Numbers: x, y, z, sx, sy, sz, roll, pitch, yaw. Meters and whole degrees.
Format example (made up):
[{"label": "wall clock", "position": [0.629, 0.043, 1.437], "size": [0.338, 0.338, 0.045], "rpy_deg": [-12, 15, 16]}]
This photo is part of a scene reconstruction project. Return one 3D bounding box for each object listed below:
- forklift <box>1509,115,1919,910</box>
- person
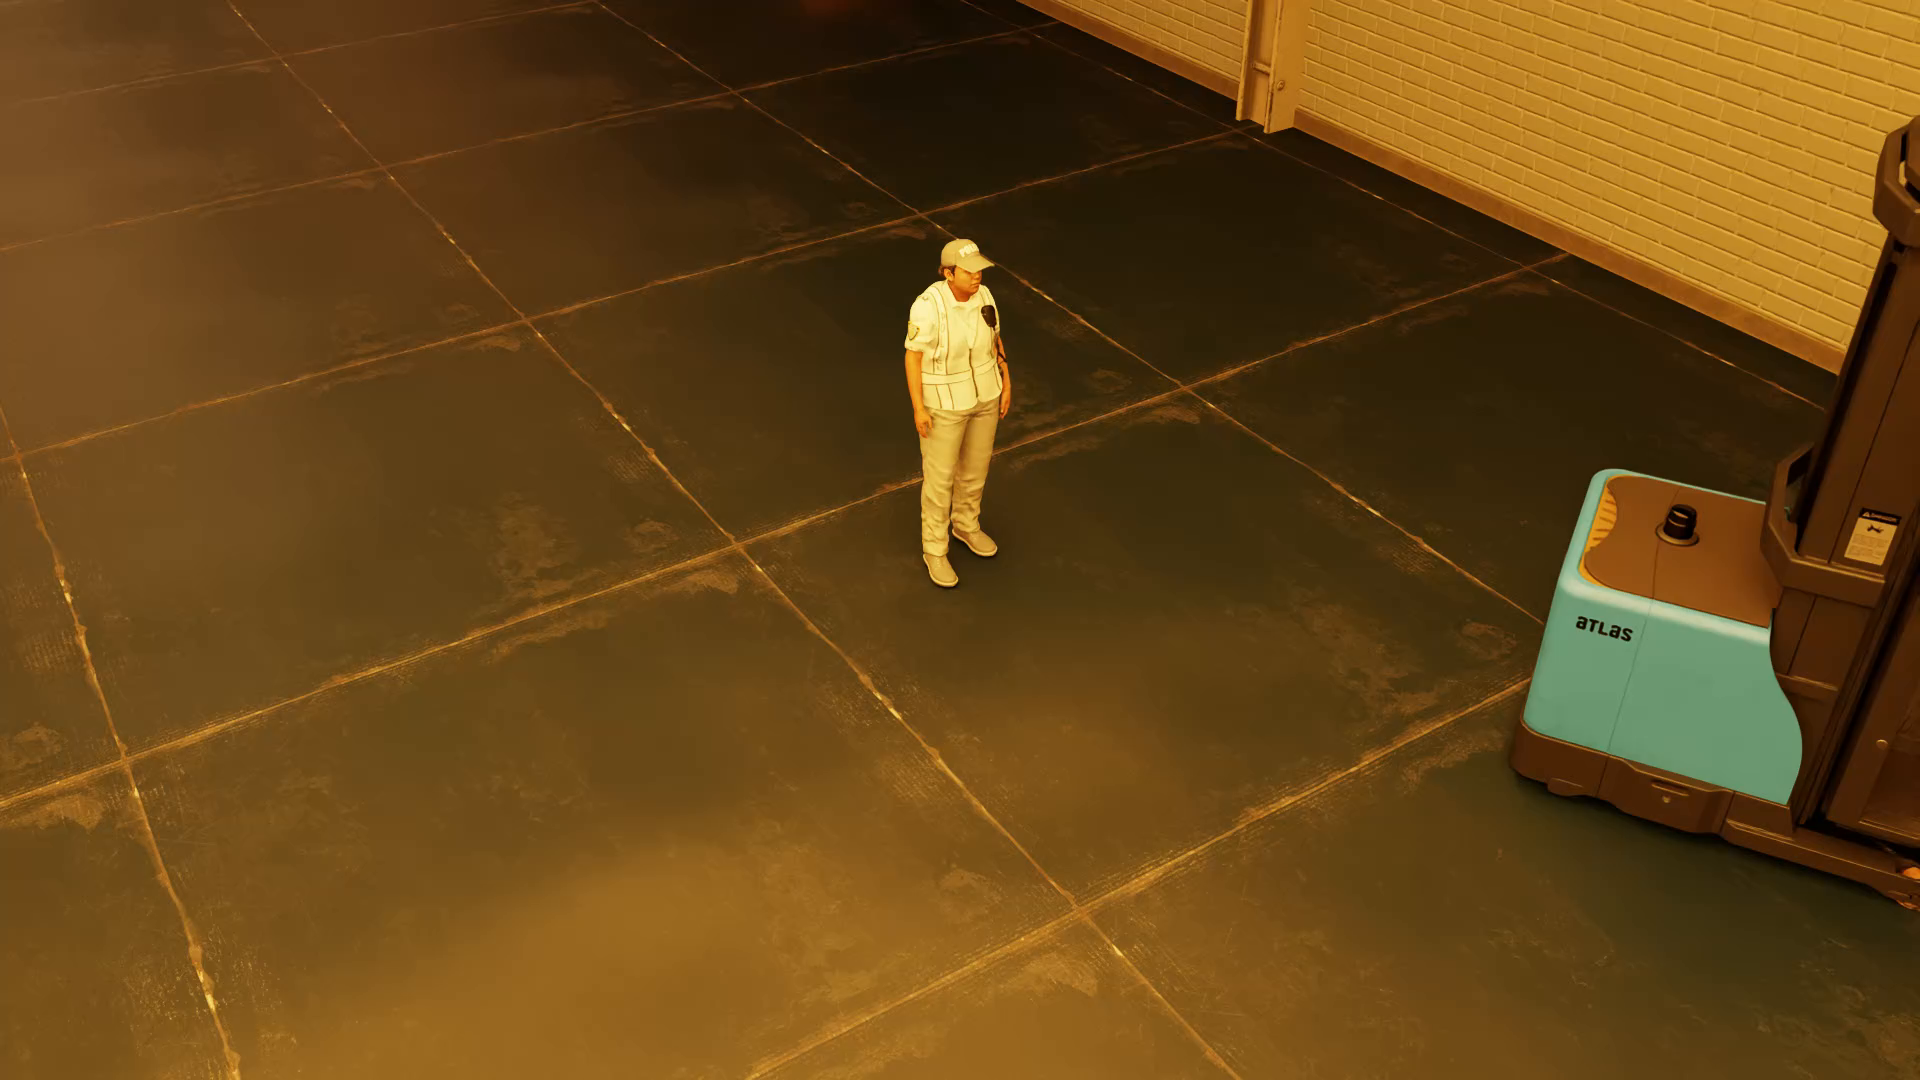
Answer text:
[{"label": "forklift", "position": [3.935, -0.032, 6.193], "size": [3.031, 2.935, 1.130], "rpy_deg": [16, 38, 21]}, {"label": "person", "position": [0.023, -0.644, 8.151], "size": [0.598, 1.670, 0.529], "rpy_deg": [-21, 40, -27]}]
